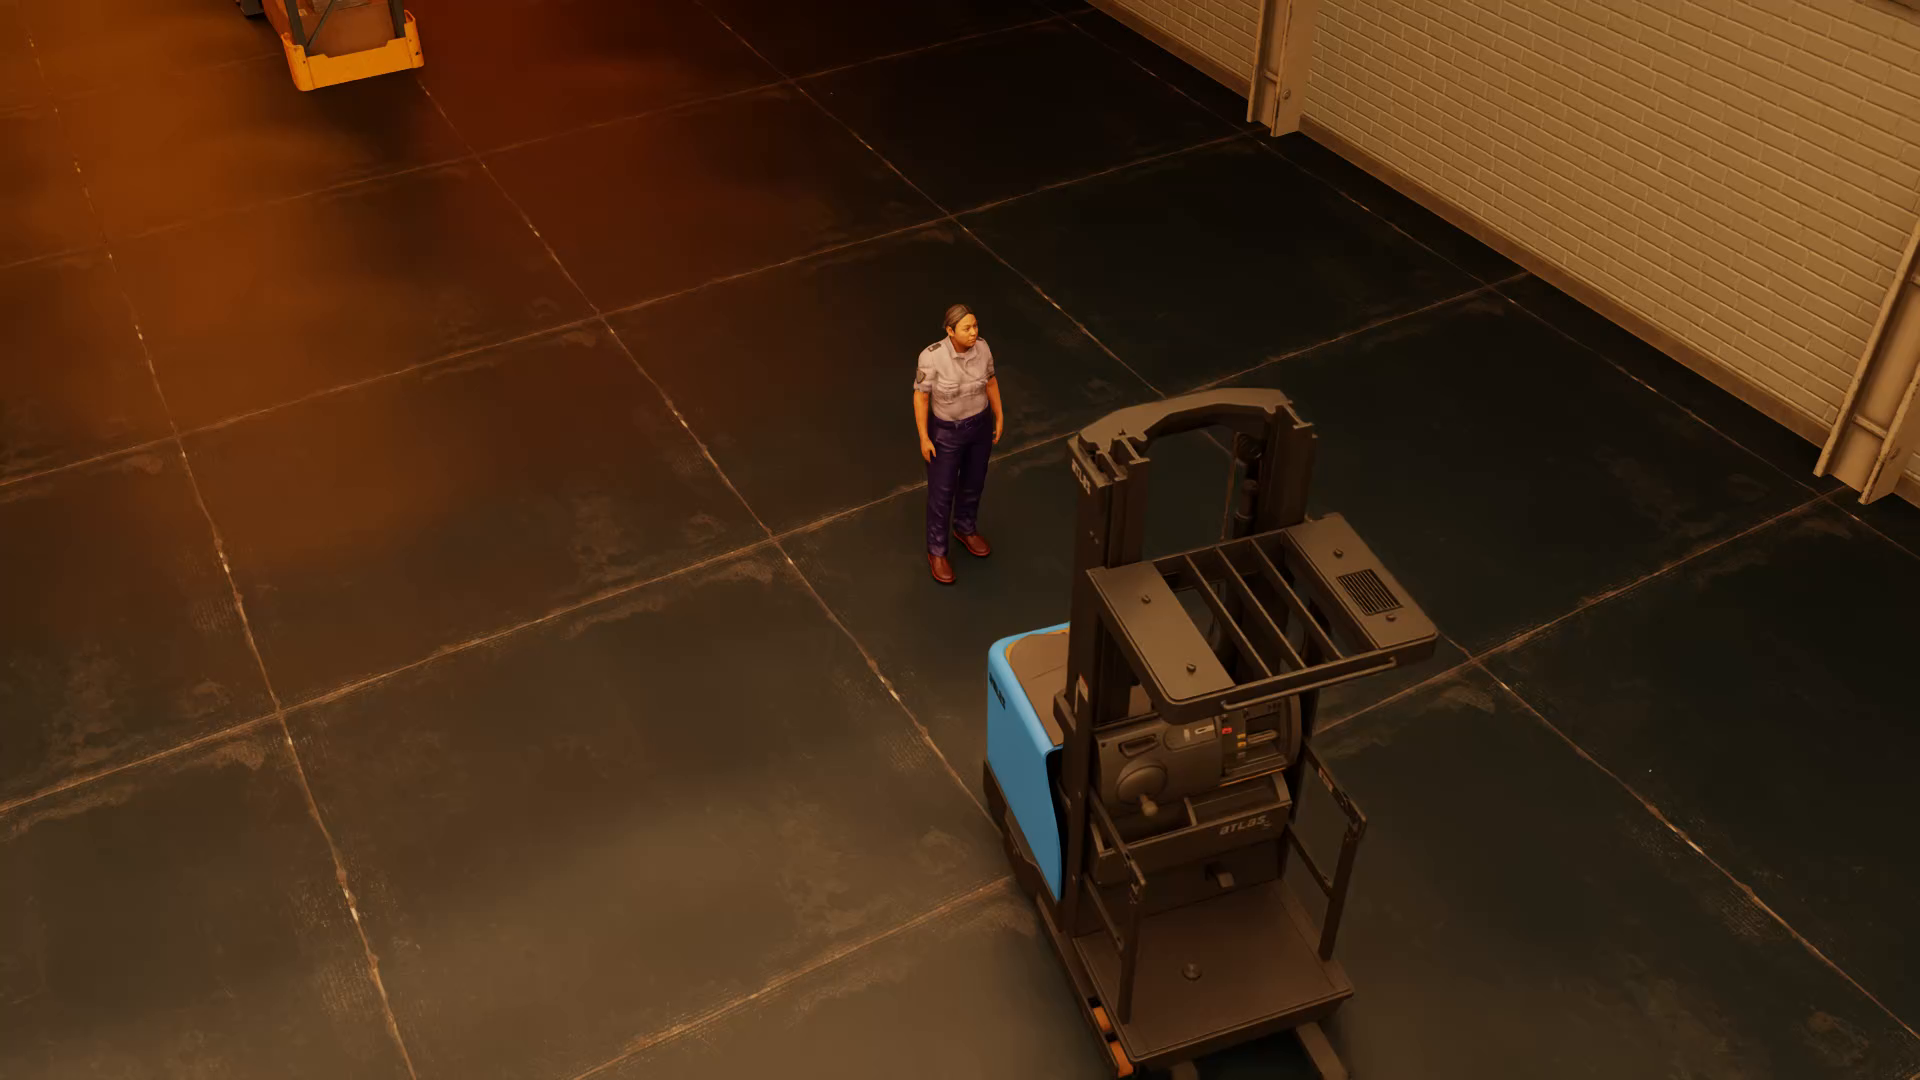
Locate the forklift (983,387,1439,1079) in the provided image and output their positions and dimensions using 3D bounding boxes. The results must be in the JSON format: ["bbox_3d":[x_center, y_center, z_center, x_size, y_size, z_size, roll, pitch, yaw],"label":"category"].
[{"bbox_3d":[1.088,0.973,6.863,1.130,2.935,3.031,-13,41,-15],"label":"forklift"}]

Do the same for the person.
[{"bbox_3d":[0.026,-0.579,9.736,0.599,1.640,0.501,-20,44,-23],"label":"person"}]
